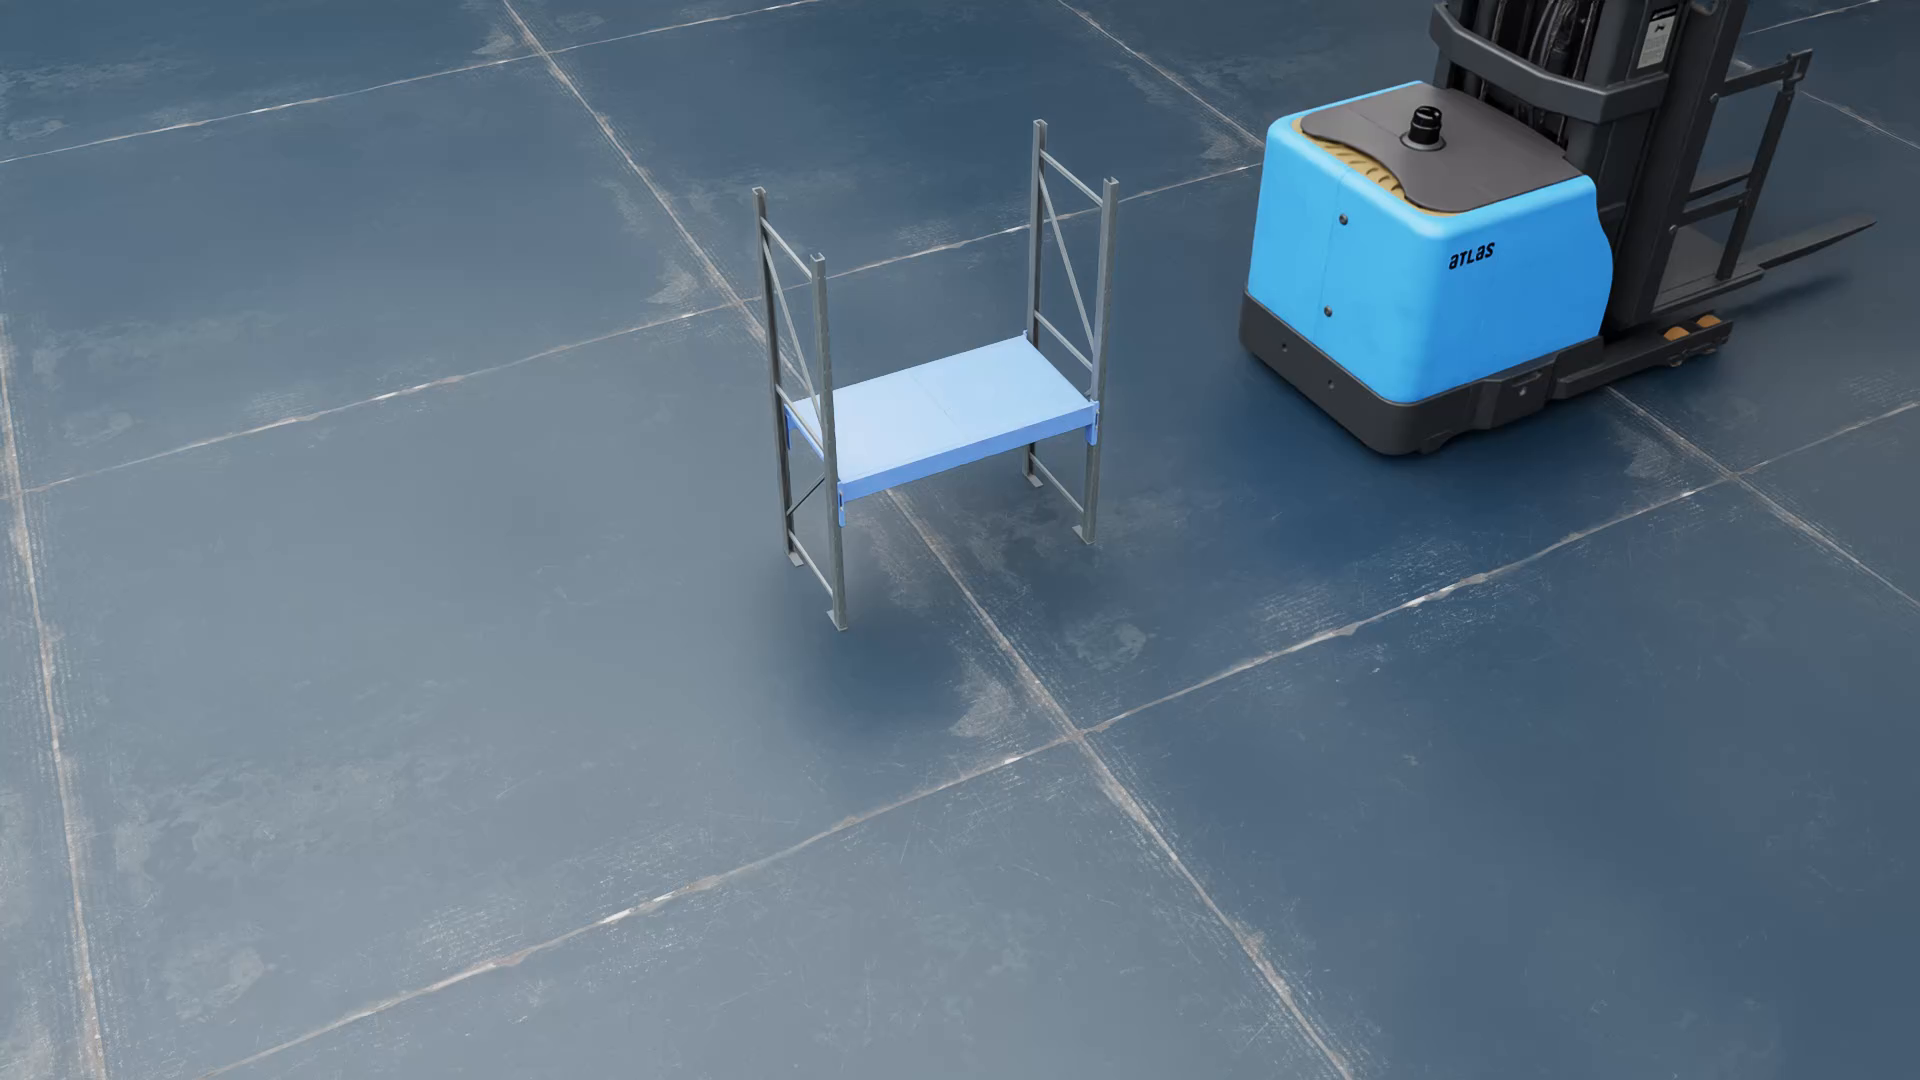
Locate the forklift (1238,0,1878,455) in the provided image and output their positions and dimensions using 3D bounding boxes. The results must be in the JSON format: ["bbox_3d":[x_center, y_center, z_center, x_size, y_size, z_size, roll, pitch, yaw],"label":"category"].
[{"bbox_3d":[2.739,-2.142,6.512,3.031,2.935,1.130,-20,44,-22],"label":"forklift"}]

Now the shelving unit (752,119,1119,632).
[{"bbox_3d":[-0.076,-0.547,5.735,1.048,1.500,0.538,-19,44,-21],"label":"shelving unit"}]

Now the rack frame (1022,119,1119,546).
[{"bbox_3d":[0.375,-0.699,5.915,0.032,1.500,0.500,-19,44,-21],"label":"rack frame"}]

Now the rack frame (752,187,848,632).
[{"bbox_3d":[-0.527,-0.395,5.556,0.032,1.500,0.500,-19,44,-21],"label":"rack frame"}]

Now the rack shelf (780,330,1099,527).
[{"bbox_3d":[-0.076,-0.410,5.852,1.000,0.185,0.538,-19,44,-21],"label":"rack shelf"}]
